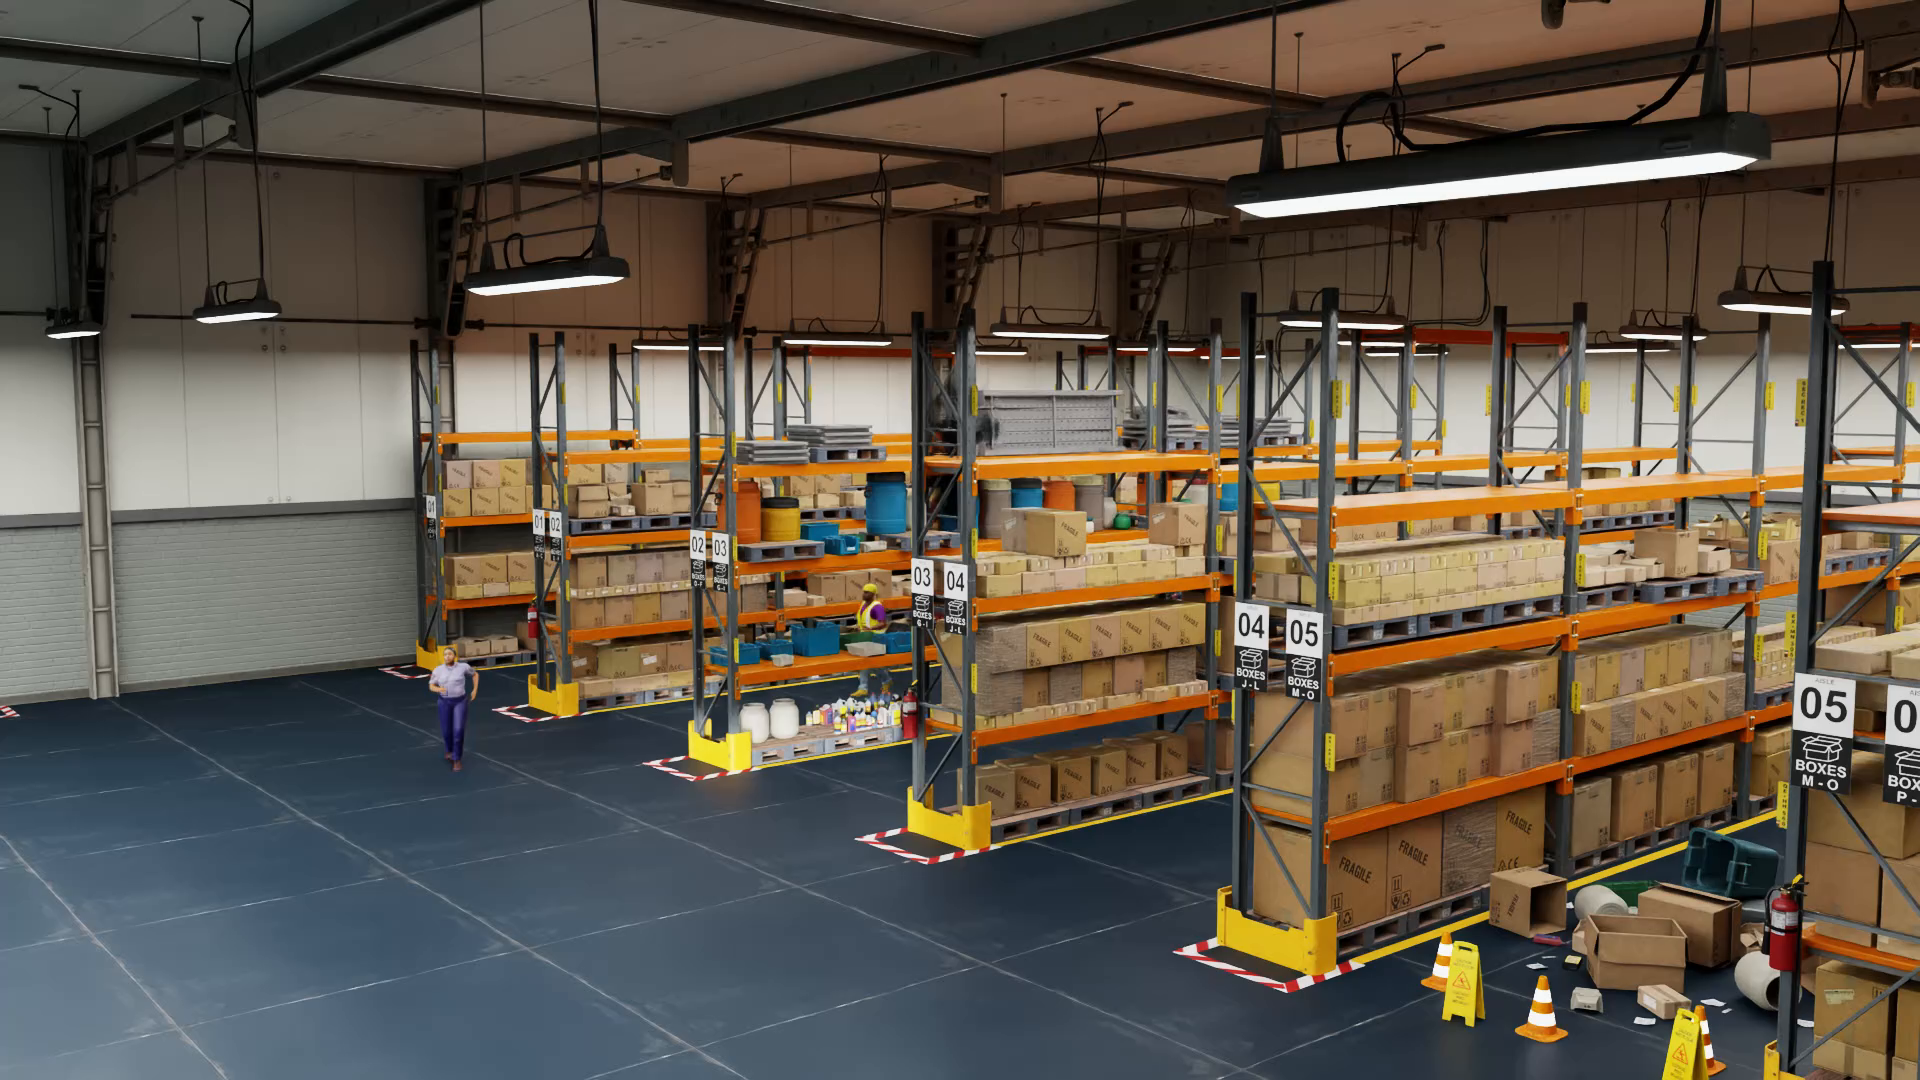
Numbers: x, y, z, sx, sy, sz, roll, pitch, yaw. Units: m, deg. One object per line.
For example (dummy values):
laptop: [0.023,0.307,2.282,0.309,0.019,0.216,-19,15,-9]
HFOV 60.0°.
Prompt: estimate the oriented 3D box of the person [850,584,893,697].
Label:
person: [-1.424,1.574,26.236,0.737,1.786,0.706,-4,7,-37]

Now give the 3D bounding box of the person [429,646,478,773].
person: [-6.879,2.286,22.576,0.607,1.673,0.816,-1,5,-8]
